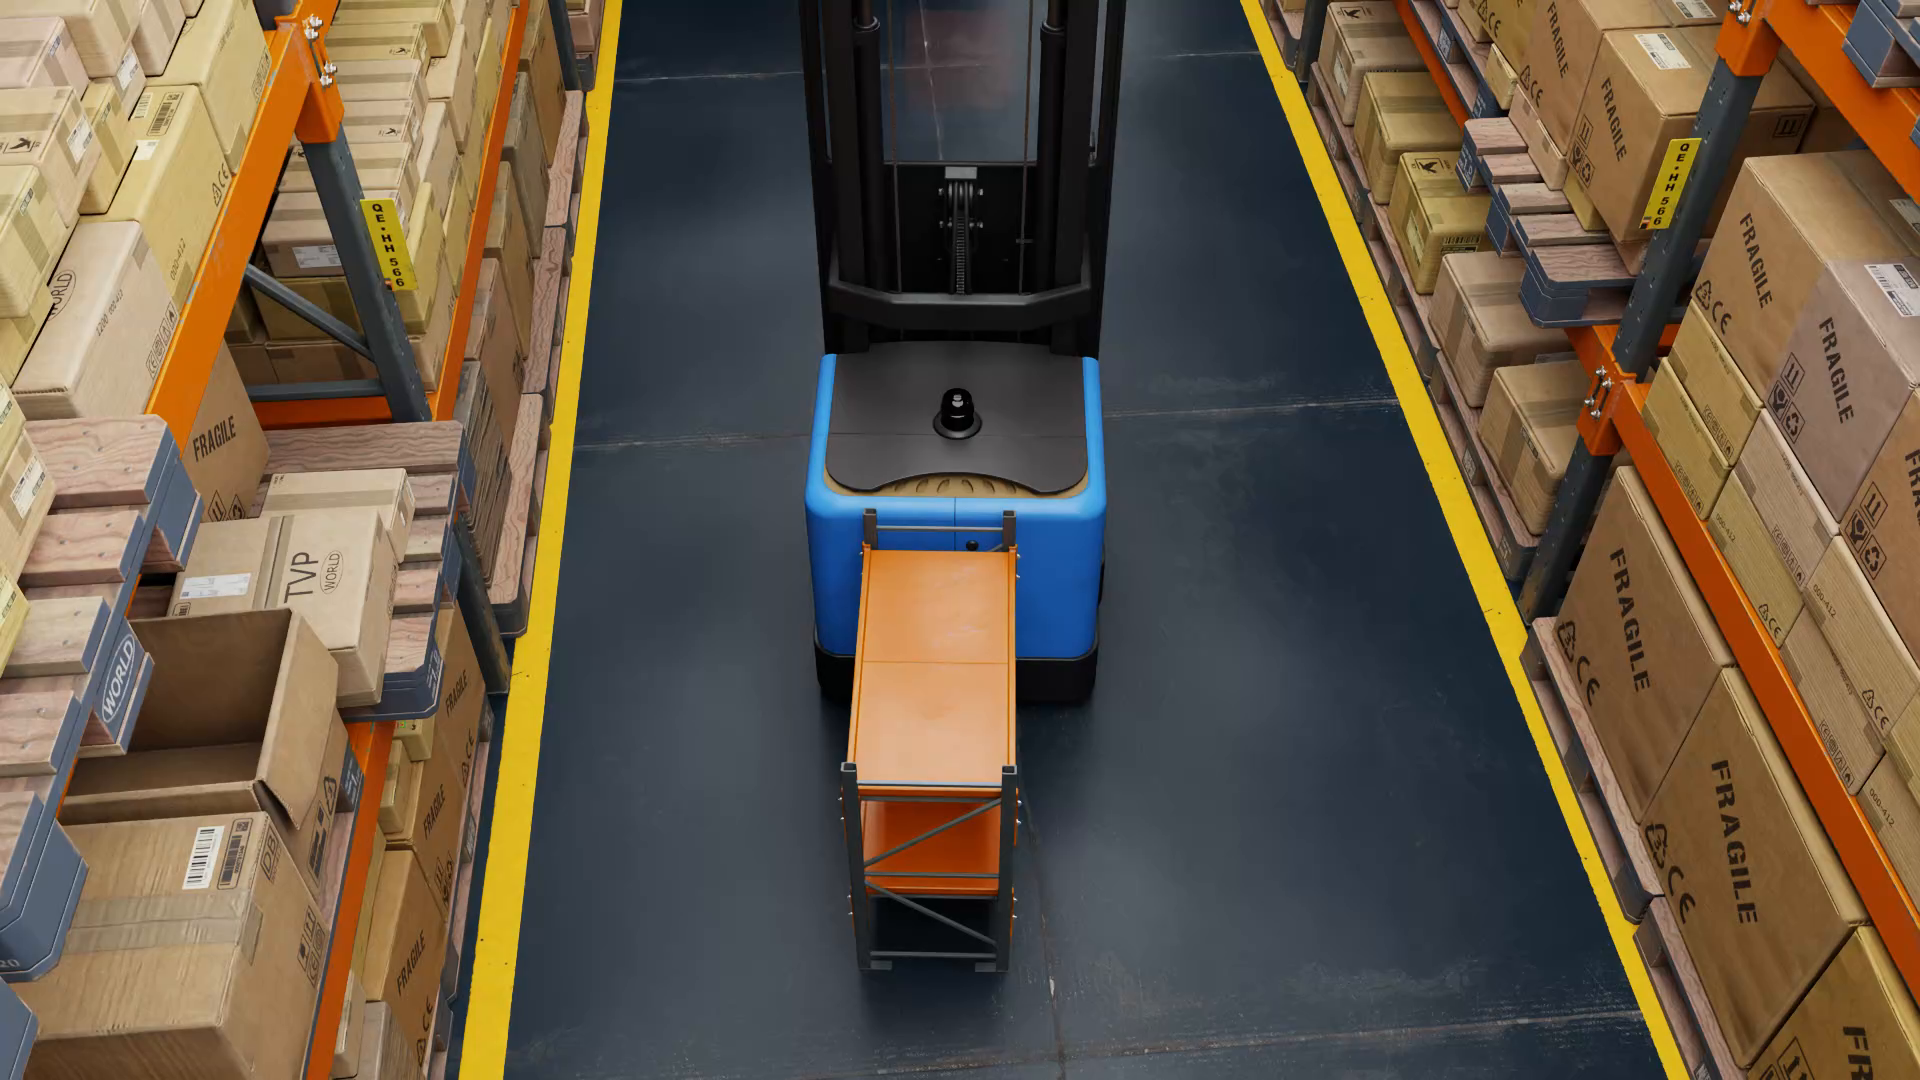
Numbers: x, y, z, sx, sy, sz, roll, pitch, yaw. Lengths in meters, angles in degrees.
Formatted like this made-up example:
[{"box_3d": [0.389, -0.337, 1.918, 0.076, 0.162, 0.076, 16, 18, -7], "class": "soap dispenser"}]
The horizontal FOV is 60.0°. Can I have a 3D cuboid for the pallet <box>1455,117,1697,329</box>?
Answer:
[{"box_3d": [2.559, -1.204, 6.093, 1.213, 0.211, 1.003, -3, 47, -3], "class": "pallet"}]

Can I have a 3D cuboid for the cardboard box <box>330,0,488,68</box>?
[{"box_3d": [-2.150, -2.022, 6.495, 0.500, 0.250, 0.500, -3, 47, -3], "class": "cardboard box"}]

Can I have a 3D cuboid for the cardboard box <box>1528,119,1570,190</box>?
[{"box_3d": [2.302, -1.410, 6.040, 0.380, 0.149, 0.250, -4, 47, -4], "class": "cardboard box"}]

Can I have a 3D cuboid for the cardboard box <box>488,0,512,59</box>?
[{"box_3d": [-2.195, -2.225, 7.031, 0.500, 0.250, 0.500, -3, 47, -3], "class": "cardboard box"}]

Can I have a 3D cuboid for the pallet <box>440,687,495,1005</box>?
[{"box_3d": [-2.197, 1.045, 5.751, 1.003, 0.211, 1.213, -3, 47, -3], "class": "pallet"}]

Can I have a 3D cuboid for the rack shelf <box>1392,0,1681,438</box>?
[{"box_3d": [2.557, -1.960, 7.172, 1.077, 0.370, 4.000, -3, 47, -3], "class": "rack shelf"}]

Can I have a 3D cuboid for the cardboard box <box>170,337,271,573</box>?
[{"box_3d": [-2.334, -0.253, 4.702, 0.500, 0.500, 0.500, -2, 47, -1], "class": "cardboard box"}]

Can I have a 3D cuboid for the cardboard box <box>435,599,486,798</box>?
[{"box_3d": [-1.972, 0.552, 5.730, 0.500, 0.500, 0.500, -2, 47, -2], "class": "cardboard box"}]

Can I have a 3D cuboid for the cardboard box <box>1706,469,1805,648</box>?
[{"box_3d": [2.575, 0.031, 4.895, 0.500, 0.250, 0.500, -5, 47, -4], "class": "cardboard box"}]

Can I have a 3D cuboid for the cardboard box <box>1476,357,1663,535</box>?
[{"box_3d": [2.687, -0.411, 6.730, 0.950, 0.372, 0.625, -6, 47, -6], "class": "cardboard box"}]

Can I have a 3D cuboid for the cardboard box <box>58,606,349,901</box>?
[{"box_3d": [-1.901, 0.534, 3.955, 0.797, 0.503, 0.637, -4, 47, -4], "class": "cardboard box"}]

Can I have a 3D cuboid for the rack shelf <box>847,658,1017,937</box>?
[{"box_3d": [-0.077, 0.834, 5.659, 0.538, 0.278, 1.000, 1, 47, 1], "class": "rack shelf"}]

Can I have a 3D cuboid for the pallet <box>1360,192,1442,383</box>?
[{"box_3d": [2.562, -1.248, 7.923, 1.003, 0.211, 1.213, -3, 47, -3], "class": "pallet"}]

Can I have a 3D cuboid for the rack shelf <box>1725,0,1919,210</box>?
[{"box_3d": [2.892, -0.097, 3.342, 1.077, 0.370, 4.000, -3, 47, -3], "class": "rack shelf"}]

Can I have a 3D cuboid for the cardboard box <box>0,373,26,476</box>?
[{"box_3d": [-1.662, -0.141, 2.499, 0.380, 0.149, 0.250, -3, 47, -3], "class": "cardboard box"}]

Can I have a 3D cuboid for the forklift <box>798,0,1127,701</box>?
[{"box_3d": [0.012, -1.461, 6.251, 1.130, 2.935, 3.031, 1, 47, 1], "class": "forklift"}]

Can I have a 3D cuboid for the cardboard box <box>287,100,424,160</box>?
[{"box_3d": [-2.025, -1.339, 5.573, 0.380, 0.149, 0.250, -2, 47, -2], "class": "cardboard box"}]

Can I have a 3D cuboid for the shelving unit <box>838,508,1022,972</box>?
[{"box_3d": [-0.077, 0.666, 5.481, 0.538, 1.125, 1.048, 1, 47, 1], "class": "shelving unit"}]

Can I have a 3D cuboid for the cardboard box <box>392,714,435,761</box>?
[{"box_3d": [-1.874, 0.574, 5.263, 0.380, 0.149, 0.250, -6, 47, -5], "class": "cardboard box"}]

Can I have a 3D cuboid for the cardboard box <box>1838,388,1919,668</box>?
[{"box_3d": [2.601, -0.033, 4.095, 0.500, 0.500, 0.500, -2, 47, -2], "class": "cardboard box"}]

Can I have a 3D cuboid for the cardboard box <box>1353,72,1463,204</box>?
[{"box_3d": [2.500, -1.996, 8.232, 0.950, 0.372, 0.625, -1, 47, -1], "class": "cardboard box"}]

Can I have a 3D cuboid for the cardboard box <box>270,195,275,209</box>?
[{"box_3d": [-2.581, -1.254, 5.767, 0.500, 0.250, 0.500, -3, 47, -3], "class": "cardboard box"}]

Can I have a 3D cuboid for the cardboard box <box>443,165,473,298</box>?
[{"box_3d": [-2.052, -1.104, 5.970, 0.500, 0.250, 0.500, -4, 47, -4], "class": "cardboard box"}]

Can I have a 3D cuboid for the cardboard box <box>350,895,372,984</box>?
[{"box_3d": [-1.898, 1.141, 4.726, 0.380, 0.149, 0.250, -4, 47, -4], "class": "cardboard box"}]

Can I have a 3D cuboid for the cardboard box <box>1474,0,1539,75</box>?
[{"box_3d": [2.312, -2.092, 6.239, 0.500, 0.500, 0.500, -6, 47, -6], "class": "cardboard box"}]

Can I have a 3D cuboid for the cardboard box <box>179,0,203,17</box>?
[{"box_3d": [-1.952, -1.331, 3.844, 0.380, 0.149, 0.250, -3, 47, -2], "class": "cardboard box"}]

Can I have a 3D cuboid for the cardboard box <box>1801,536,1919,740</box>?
[{"box_3d": [2.592, 0.236, 4.356, 0.500, 0.250, 0.500, -4, 47, -3], "class": "cardboard box"}]

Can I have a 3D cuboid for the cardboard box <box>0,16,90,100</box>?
[{"box_3d": [-1.929, -0.872, 3.204, 0.380, 0.149, 0.250, -4, 47, -4], "class": "cardboard box"}]

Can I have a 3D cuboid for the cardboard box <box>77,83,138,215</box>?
[{"box_3d": [-1.889, -0.774, 3.316, 0.380, 0.149, 0.250, -3, 47, -3], "class": "cardboard box"}]

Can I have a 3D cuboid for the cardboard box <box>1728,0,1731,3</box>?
[{"box_3d": [2.867, -1.758, 5.922, 0.500, 0.500, 0.500, -1, 47, -1], "class": "cardboard box"}]

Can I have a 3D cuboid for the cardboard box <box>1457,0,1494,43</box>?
[{"box_3d": [2.254, -2.158, 6.748, 0.380, 0.149, 0.250, -5, 47, -5], "class": "cardboard box"}]

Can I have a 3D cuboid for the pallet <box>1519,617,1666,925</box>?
[{"box_3d": [2.715, 0.773, 6.009, 1.003, 0.211, 1.213, -3, 47, -3], "class": "pallet"}]

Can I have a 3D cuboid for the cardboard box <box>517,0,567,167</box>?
[{"box_3d": [-2.501, -2.301, 8.346, 0.875, 0.625, 0.625, -2, 47, -2], "class": "cardboard box"}]

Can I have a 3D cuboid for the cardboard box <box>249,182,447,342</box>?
[{"box_3d": [-1.990, -0.914, 5.445, 0.500, 0.250, 0.500, -4, 47, -3], "class": "cardboard box"}]

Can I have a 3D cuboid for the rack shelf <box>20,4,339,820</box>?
[{"box_3d": [-2.054, 0.207, 3.054, 1.077, 0.370, 4.000, -3, 47, -3], "class": "rack shelf"}]

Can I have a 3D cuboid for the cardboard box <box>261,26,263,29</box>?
[{"box_3d": [-2.683, -1.853, 6.060, 0.380, 0.149, 0.250, -4, 47, -4], "class": "cardboard box"}]

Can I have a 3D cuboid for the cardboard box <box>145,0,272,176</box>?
[{"box_3d": [-1.937, -1.079, 3.880, 0.500, 0.250, 0.500, -5, 47, -5], "class": "cardboard box"}]

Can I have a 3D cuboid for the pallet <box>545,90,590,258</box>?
[{"box_3d": [-2.456, -1.861, 8.503, 1.003, 0.211, 1.213, -3, 47, -3], "class": "pallet"}]

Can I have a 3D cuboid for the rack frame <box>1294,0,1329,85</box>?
[{"box_3d": [2.390, -3.654, 8.282, 1.000, 3.000, 0.127, -3, 47, -3], "class": "rack frame"}]

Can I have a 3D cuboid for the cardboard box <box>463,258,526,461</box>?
[{"box_3d": [-2.323, -0.708, 6.838, 0.875, 0.625, 0.625, -2, 47, -2], "class": "cardboard box"}]

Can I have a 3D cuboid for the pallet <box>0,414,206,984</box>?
[{"box_3d": [-1.961, 0.245, 2.652, 1.213, 0.211, 1.003, -3, 47, -3], "class": "pallet"}]

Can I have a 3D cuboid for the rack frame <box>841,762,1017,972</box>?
[{"box_3d": [-0.088, 1.035, 5.132, 0.500, 1.125, 0.032, 1, 47, 1], "class": "rack frame"}]

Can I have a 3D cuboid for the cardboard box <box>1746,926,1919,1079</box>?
[{"box_3d": [2.844, 1.623, 4.458, 0.875, 0.875, 0.875, -2, 47, -2], "class": "cardboard box"}]

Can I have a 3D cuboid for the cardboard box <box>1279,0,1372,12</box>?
[{"box_3d": [2.072, -3.265, 9.517, 0.500, 0.250, 0.500, -2, 47, -1], "class": "cardboard box"}]

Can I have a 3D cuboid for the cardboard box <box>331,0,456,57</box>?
[{"box_3d": [-2.073, -1.895, 6.100, 0.380, 0.149, 0.250, -3, 47, -2], "class": "cardboard box"}]

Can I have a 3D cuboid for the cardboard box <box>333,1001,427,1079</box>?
[{"box_3d": [-1.832, 1.668, 4.673, 0.500, 0.500, 0.500, -5, 47, -5], "class": "cardboard box"}]
